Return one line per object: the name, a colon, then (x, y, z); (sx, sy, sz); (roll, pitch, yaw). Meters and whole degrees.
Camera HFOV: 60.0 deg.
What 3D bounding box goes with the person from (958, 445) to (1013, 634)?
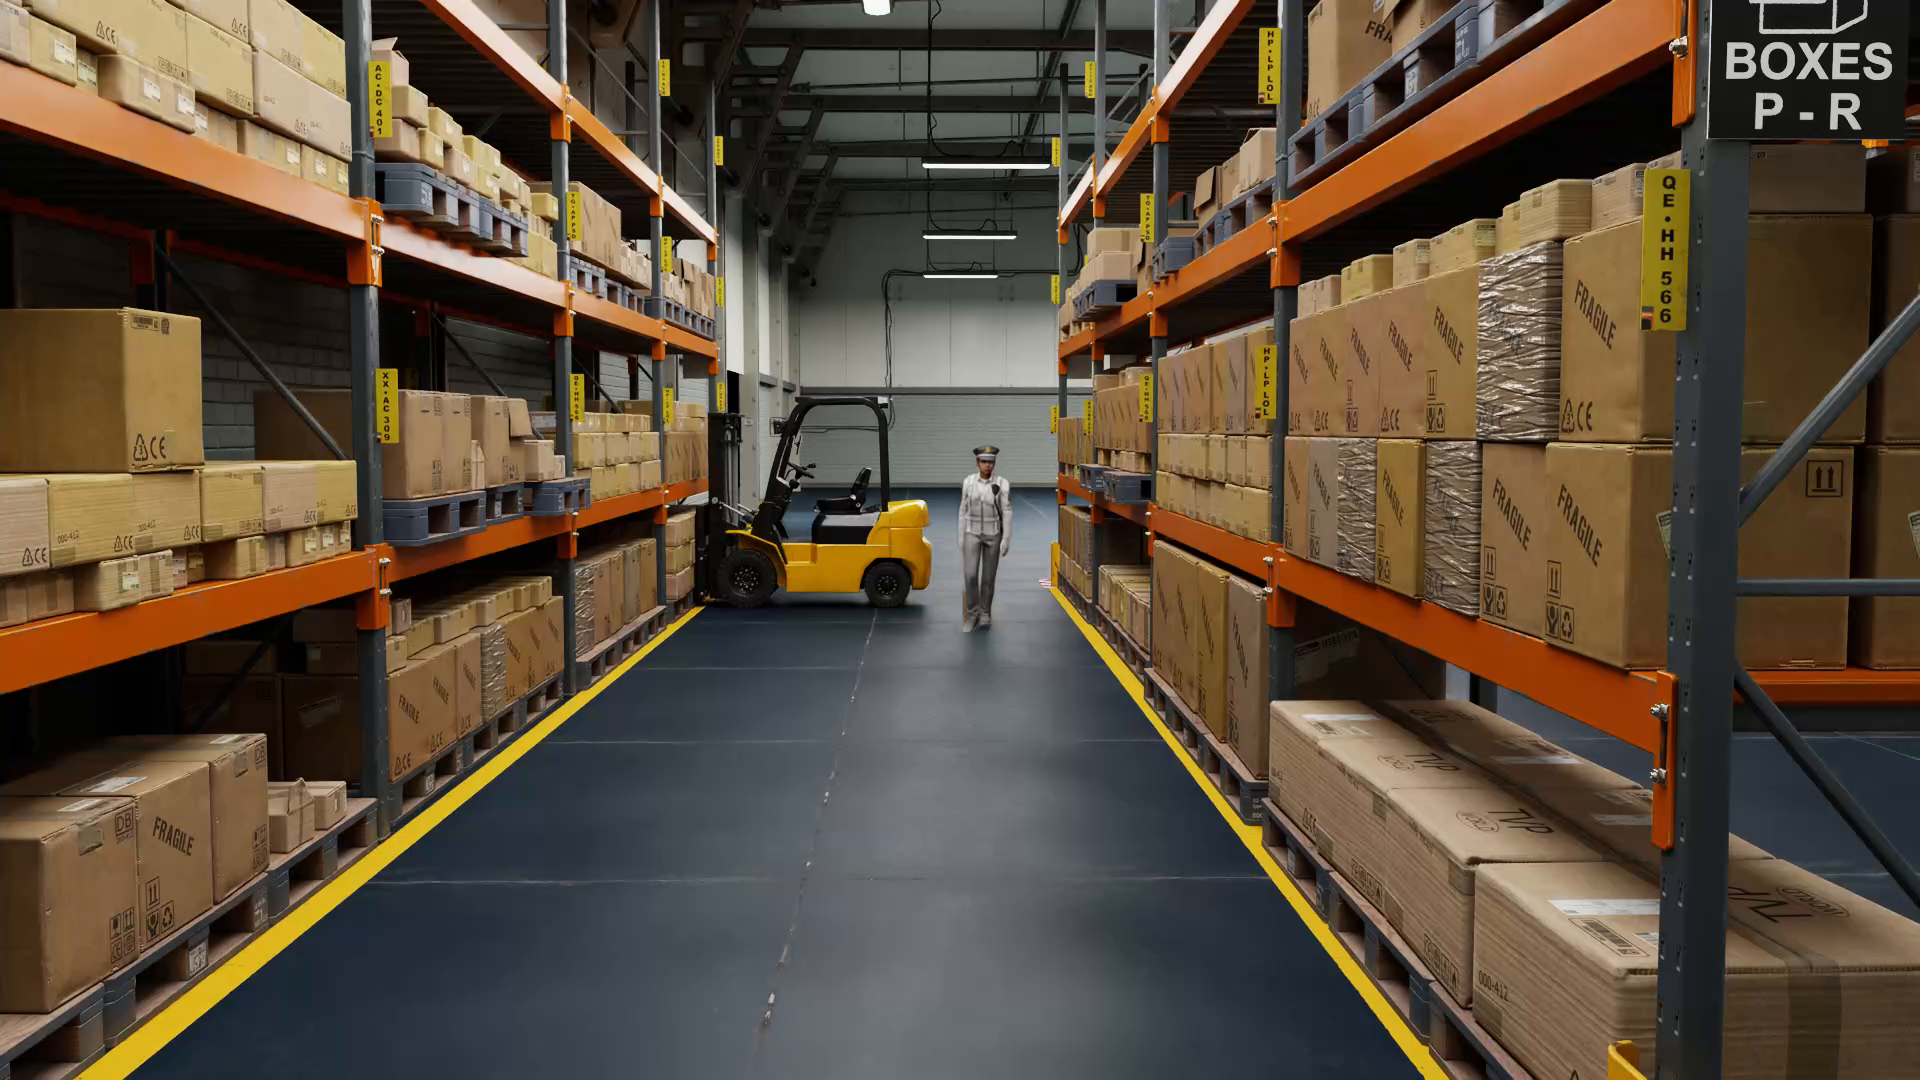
person: (0.230, -0.004, 15.118); (0.508, 1.715, 0.571); (0, 4, 1)
